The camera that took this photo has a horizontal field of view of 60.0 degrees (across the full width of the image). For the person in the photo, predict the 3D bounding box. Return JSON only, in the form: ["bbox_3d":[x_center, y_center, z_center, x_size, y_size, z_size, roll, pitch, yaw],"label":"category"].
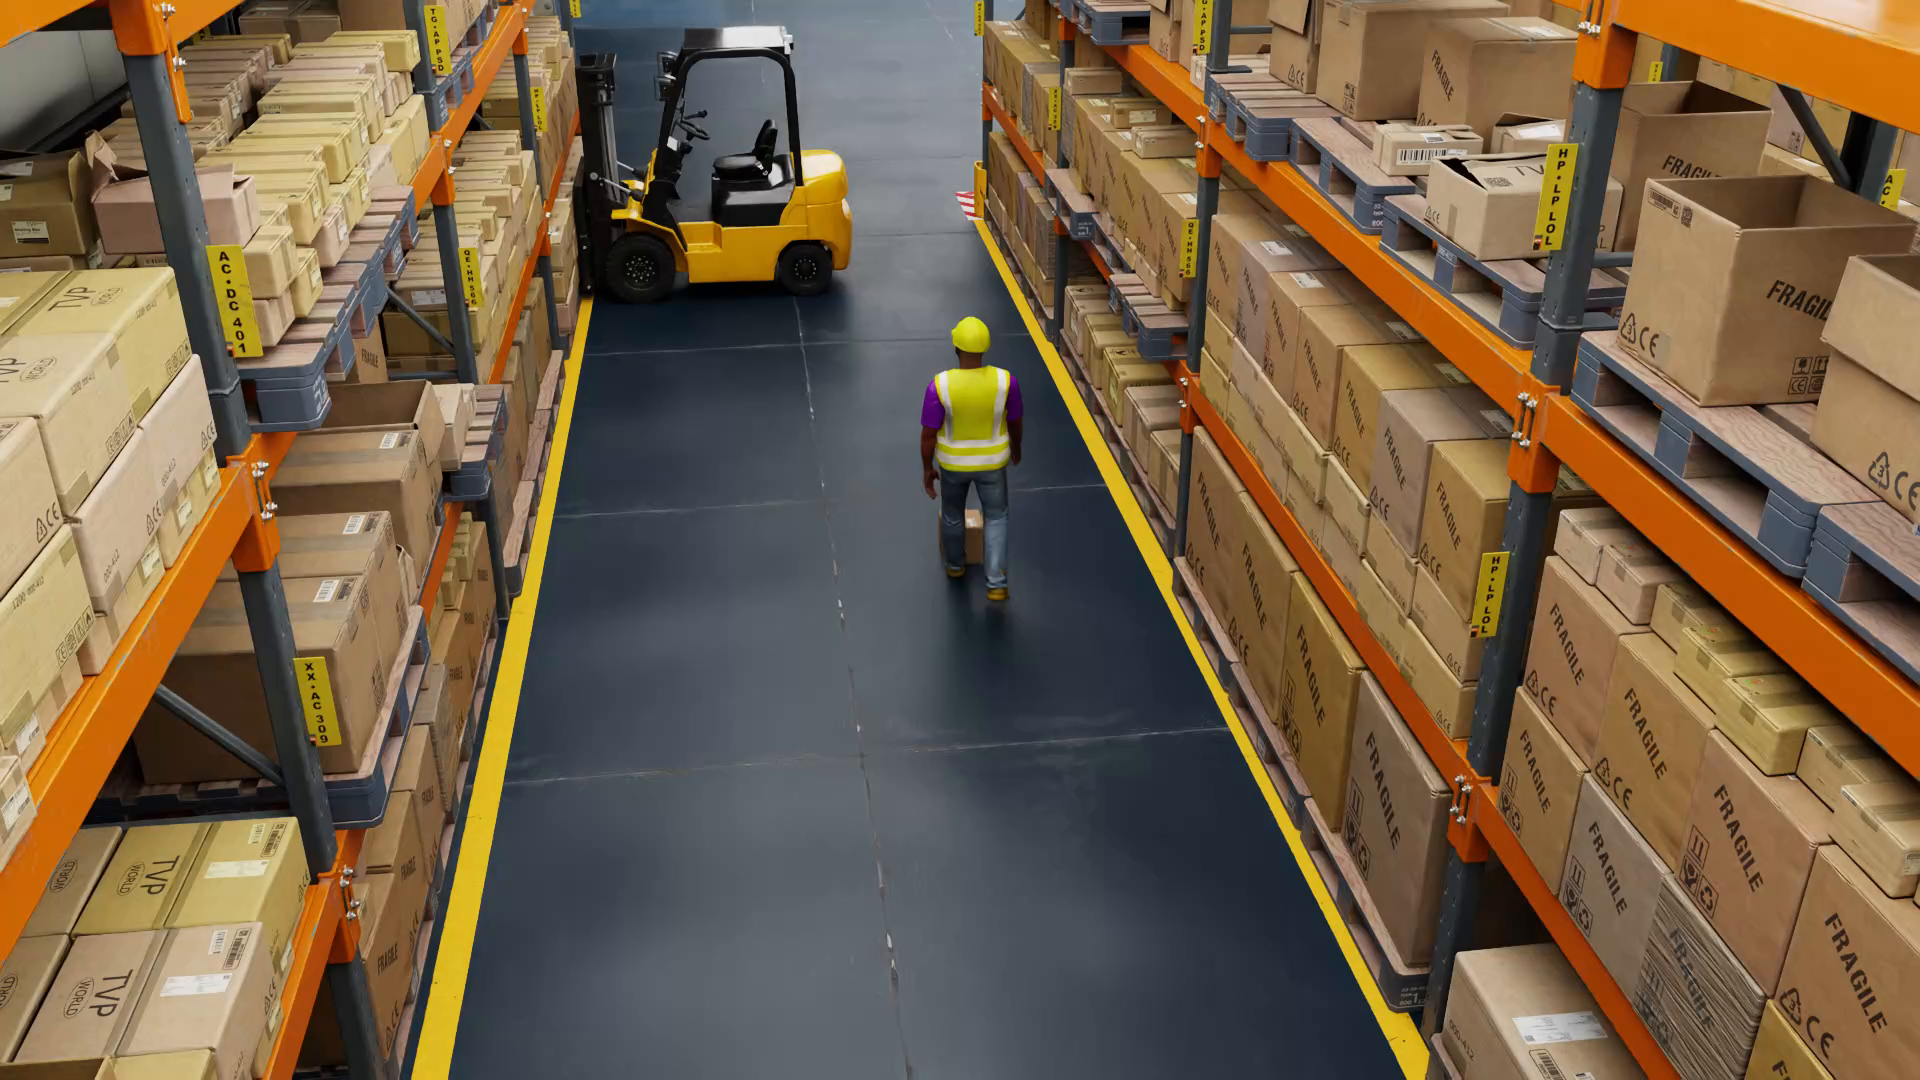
[{"bbox_3d":[0.070,-0.480,9.536,0.583,1.742,0.889,0,27,0],"label":"person"}]
